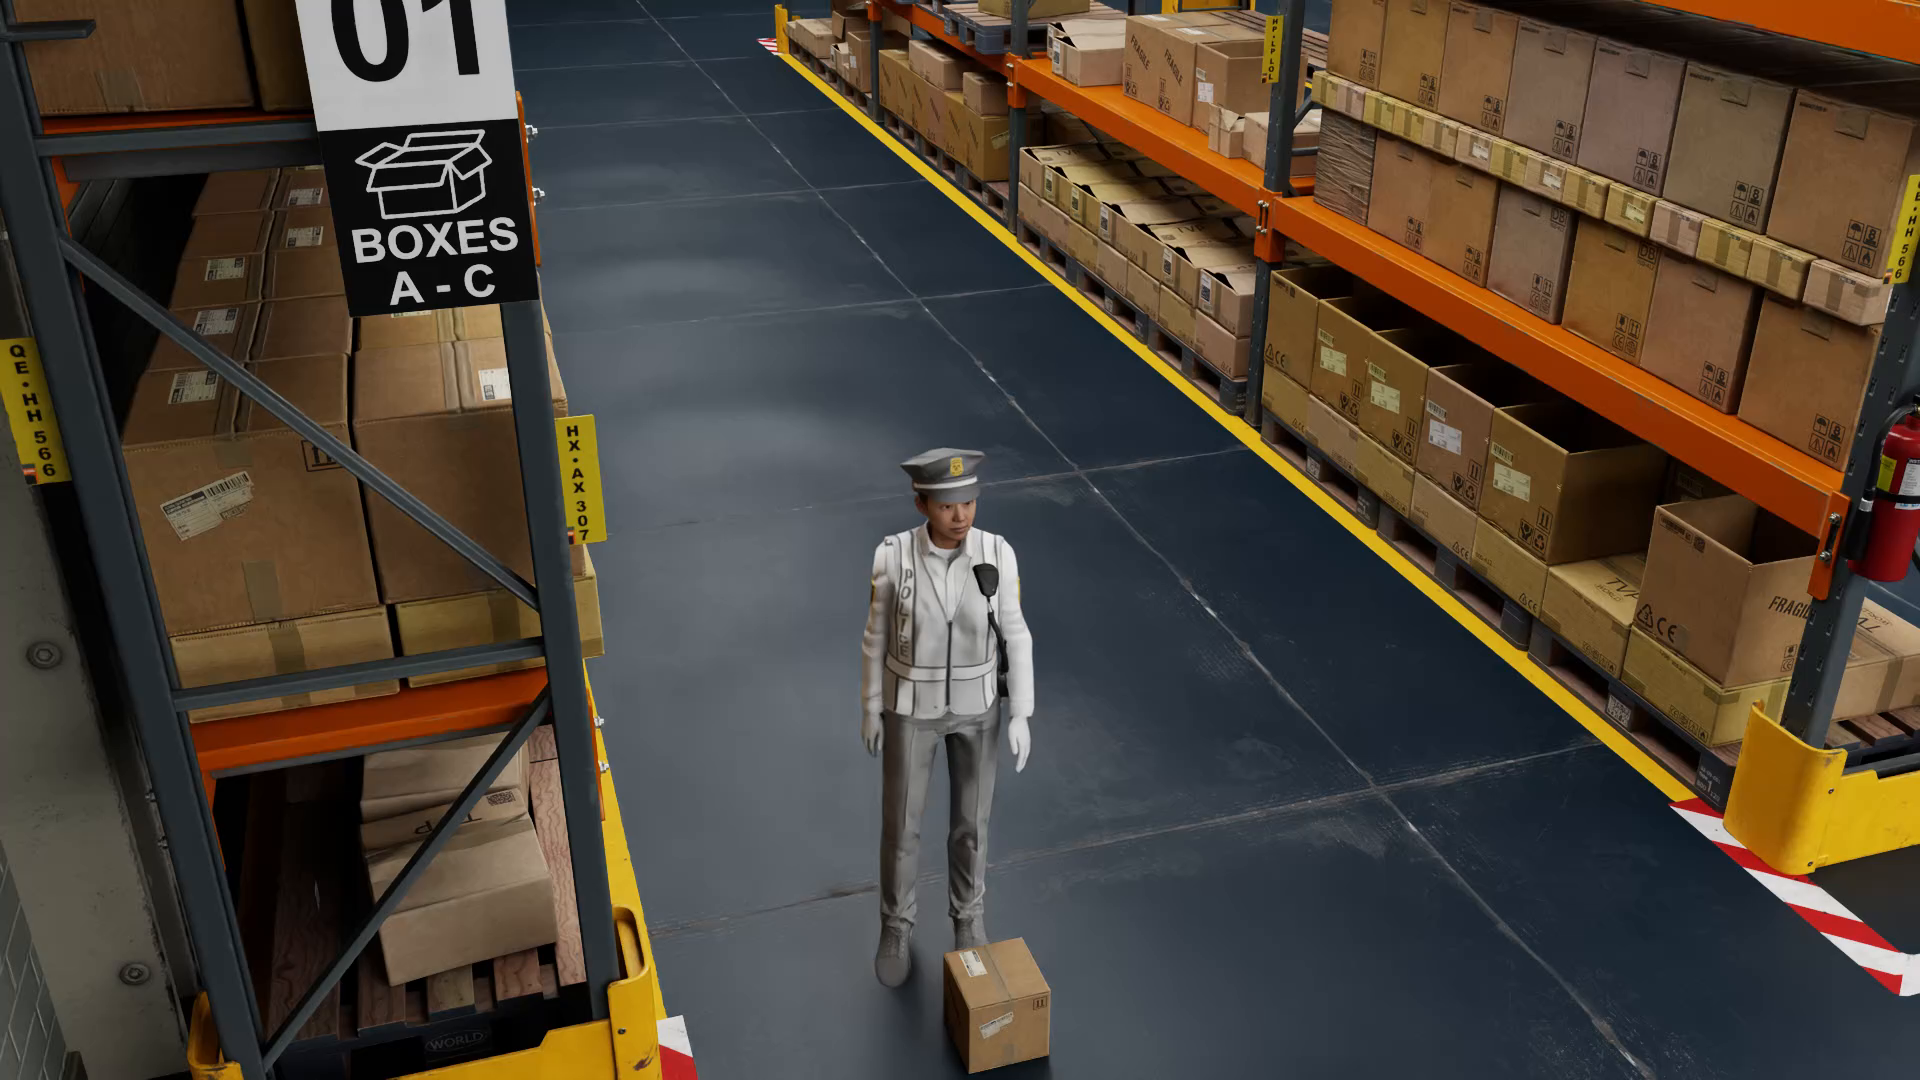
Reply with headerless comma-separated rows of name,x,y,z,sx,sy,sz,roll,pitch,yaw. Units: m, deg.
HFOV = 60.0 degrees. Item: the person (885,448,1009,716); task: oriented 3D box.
person,-0.039,0.107,4.824,0.374,0.816,0.348,-4,27,-8
